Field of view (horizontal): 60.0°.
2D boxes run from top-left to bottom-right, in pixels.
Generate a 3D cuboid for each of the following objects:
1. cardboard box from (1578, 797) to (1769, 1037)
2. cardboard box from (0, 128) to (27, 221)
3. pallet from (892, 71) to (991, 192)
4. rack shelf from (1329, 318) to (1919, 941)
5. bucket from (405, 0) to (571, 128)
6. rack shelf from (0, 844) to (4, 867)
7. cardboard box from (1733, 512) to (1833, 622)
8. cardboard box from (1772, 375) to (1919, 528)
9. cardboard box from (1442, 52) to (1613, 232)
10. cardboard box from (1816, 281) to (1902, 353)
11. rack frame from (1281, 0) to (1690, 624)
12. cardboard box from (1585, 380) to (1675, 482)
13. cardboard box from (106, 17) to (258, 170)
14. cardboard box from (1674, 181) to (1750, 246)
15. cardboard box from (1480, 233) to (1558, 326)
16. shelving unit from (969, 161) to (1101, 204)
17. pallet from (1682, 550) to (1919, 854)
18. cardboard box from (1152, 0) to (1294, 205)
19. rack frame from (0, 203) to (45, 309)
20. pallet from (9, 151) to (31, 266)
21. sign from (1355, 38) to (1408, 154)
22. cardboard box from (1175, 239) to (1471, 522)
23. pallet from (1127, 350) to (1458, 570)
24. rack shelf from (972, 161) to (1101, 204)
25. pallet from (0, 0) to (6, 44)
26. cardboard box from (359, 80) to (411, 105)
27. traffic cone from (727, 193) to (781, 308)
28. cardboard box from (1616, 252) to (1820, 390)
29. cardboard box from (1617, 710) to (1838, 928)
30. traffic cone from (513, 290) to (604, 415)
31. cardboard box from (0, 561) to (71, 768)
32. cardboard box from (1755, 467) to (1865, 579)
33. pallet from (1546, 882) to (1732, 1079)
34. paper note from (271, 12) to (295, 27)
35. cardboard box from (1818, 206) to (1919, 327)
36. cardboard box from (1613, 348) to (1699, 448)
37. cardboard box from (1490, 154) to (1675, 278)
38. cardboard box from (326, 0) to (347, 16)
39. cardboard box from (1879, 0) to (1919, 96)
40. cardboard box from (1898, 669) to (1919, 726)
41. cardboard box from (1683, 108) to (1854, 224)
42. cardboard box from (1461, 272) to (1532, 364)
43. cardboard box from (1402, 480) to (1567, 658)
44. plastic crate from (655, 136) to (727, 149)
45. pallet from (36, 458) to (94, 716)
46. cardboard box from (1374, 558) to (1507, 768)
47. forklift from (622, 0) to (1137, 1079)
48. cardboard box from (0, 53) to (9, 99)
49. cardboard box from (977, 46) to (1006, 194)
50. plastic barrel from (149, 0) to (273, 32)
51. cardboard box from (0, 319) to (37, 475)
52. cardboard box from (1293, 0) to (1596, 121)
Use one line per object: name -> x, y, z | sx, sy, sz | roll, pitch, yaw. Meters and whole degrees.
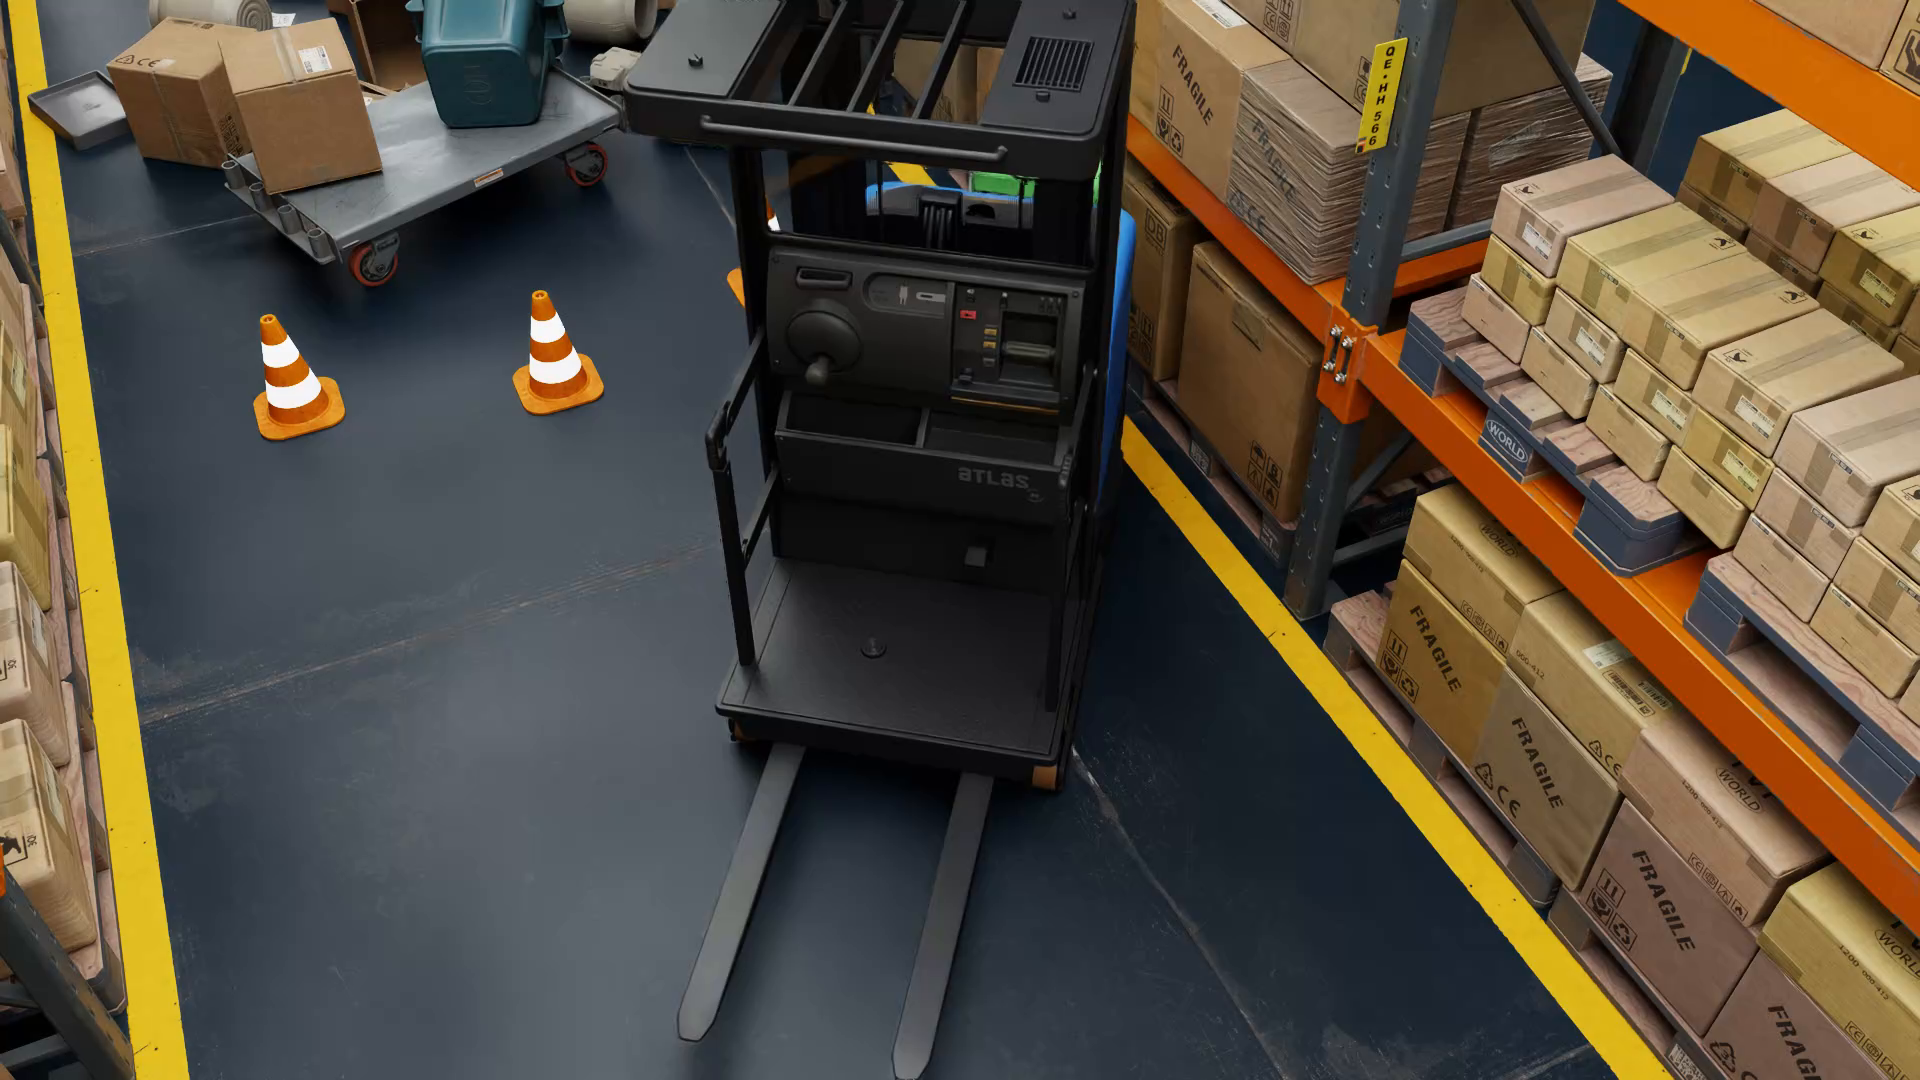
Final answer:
cardboard box -> 2.144, 0.957, 4.625 | 0.500, 0.500, 0.500 | -19, 48, -18
cardboard box -> -4.490, -1.604, 7.398 | 0.500, 0.250, 0.500 | -20, 48, -19
pallet -> 0.354, -2.041, 8.169 | 1.003, 0.211, 1.213 | -18, 47, -17
rack shelf -> 2.484, 0.576, 4.043 | 1.077, 0.370, 4.000 | -18, 47, -17
bucket -> -2.188, -2.285, 7.679 | 0.726, 0.611, 0.620 | -3, 55, -3
rack shelf -> -3.646, -0.447, 5.079 | 1.077, 0.370, 4.000 | -18, 47, -17
cardboard box -> 2.104, 0.013, 3.981 | 0.380, 0.149, 0.250 | -17, 47, -16
cardboard box -> 2.103, -0.206, 3.779 | 0.380, 0.149, 0.250 | -16, 47, -16
cardboard box -> 1.699, -1.356, 5.417 | 0.500, 0.500, 0.500 | -18, 47, -17
cardboard box -> 2.491, -0.604, 4.394 | 0.380, 0.149, 0.250 | -17, 47, -16
rack frame -> 1.643, -0.955, 5.082 | 1.000, 3.000, 0.127 | -18, 47, -17
cardboard box -> 1.875, -0.327, 4.326 | 0.380, 0.149, 0.250 | -16, 47, -15
cardboard box -> -3.703, -2.173, 8.095 | 0.500, 0.500, 0.500 | 11, 46, 11
cardboard box -> 2.264, -0.940, 4.735 | 0.380, 0.149, 0.250 | -17, 47, -17
cardboard box -> 1.664, -0.753, 4.546 | 0.380, 0.149, 0.250 | -16, 47, -16
shelving unit -> 0.305, -1.036, 6.446 | 0.503, 1.200, 0.258 | 10, 45, 10
pallet -> 2.513, 0.363, 3.883 | 1.003, 0.211, 1.213 | -18, 47, -17
cardboard box -> 1.002, -1.516, 5.580 | 0.500, 0.500, 0.500 | -18, 47, -17
rack frame -> -4.487, -1.977, 6.118 | 1.000, 3.000, 0.127 | -18, 47, -17
pallet -> -4.802, -1.402, 7.521 | 1.003, 0.211, 1.213 | -18, 47, -17
sign -> 1.141, -1.201, 4.507 | 0.100, 0.325, 0.005 | -18, 47, -17
cardboard box -> 1.469, -0.718, 6.145 | 1.050, 0.750, 0.750 | -19, 48, -18
pallet -> 1.380, -0.487, 6.593 | 1.003, 0.211, 1.213 | -18, 47, -17
rack shelf -> 0.305, -1.332, 6.154 | 0.480, 0.148, 0.258 | 10, 45, 10
pallet -> -5.828, -2.957, 9.097 | 1.003, 0.211, 1.213 | -18, 47, -17
cardboard box -> -2.882, -2.157, 8.247 | 0.396, 0.266, 0.258 | 18, 47, 18
traffic cone -> -0.845, -1.300, 7.238 | 0.336, 0.463, 0.334 | -18, 47, -17
cardboard box -> 1.876, -0.547, 4.125 | 0.380, 0.149, 0.250 | -18, 47, -18
cardboard box -> 2.123, 0.672, 4.380 | 0.500, 0.250, 0.500 | -18, 47, -17
traffic cone -> -1.666, -0.808, 6.739 | 0.336, 0.463, 0.334 | -18, 47, -17
cardboard box -> -3.351, 0.527, 5.152 | 0.950, 0.372, 0.625 | -19, 48, -18
cardboard box -> 2.106, -0.092, 3.876 | 0.380, 0.149, 0.250 | -18, 47, -17
pallet -> 2.480, 1.313, 4.769 | 1.003, 0.211, 1.213 | -18, 47, -17
paper note -> -3.745, -2.865, 9.140 | 0.148, 0.019, 0.142 | -3, 45, -3
cardboard box -> 2.479, -0.722, 4.302 | 0.380, 0.149, 0.250 | -17, 47, -16
cardboard box -> 1.895, -0.412, 4.200 | 0.380, 0.149, 0.250 | -19, 48, -19
cardboard box -> 1.664, -0.872, 4.454 | 0.380, 0.149, 0.250 | -18, 47, -17
cardboard box -> -3.134, -3.266, 9.202 | 0.637, 0.503, 0.797 | 18, 47, 18
cardboard box -> 2.074, -0.982, 2.902 | 0.500, 0.500, 0.500 | -18, 47, -17
cardboard box -> 2.316, 0.341, 3.649 | 0.380, 0.149, 0.250 | -19, 48, -19
cardboard box -> 2.265, -1.049, 4.634 | 0.380, 0.149, 0.250 | -20, 48, -19
cardboard box -> 1.648, -0.670, 4.673 | 0.380, 0.149, 0.250 | -19, 48, -18
cardboard box -> 1.714, 0.030, 5.031 | 0.500, 0.250, 0.500 | -20, 48, -19
plastic crate -> -1.300, -2.247, 8.353 | 0.450, 0.188, 0.662 | 11, 45, -3
pallet -> -3.642, 0.290, 5.806 | 1.003, 0.211, 1.213 | -18, 47, -17
cardboard box -> 1.709, 0.312, 5.279 | 0.500, 0.500, 0.500 | -20, 48, -19
forklift -> -0.148, -0.518, 4.688 | 1.130, 2.935, 3.031 | 8, 45, 8
cardboard box -> -4.951, -2.278, 8.082 | 0.500, 0.250, 0.500 | -19, 48, -18
cardboard box -> 0.706, -1.867, 7.310 | 1.050, 0.750, 0.750 | -18, 47, -17
plastic barrel -> -3.927, -2.740, 8.726 | 0.512, 0.421, 0.421 | 11, 46, 11
cardboard box -> -3.959, -0.401, 6.092 | 0.950, 0.372, 0.625 | -15, 47, -15
cardboard box -> 1.464, -1.635, 4.988 | 0.700, 0.500, 0.500 | -18, 47, -18
